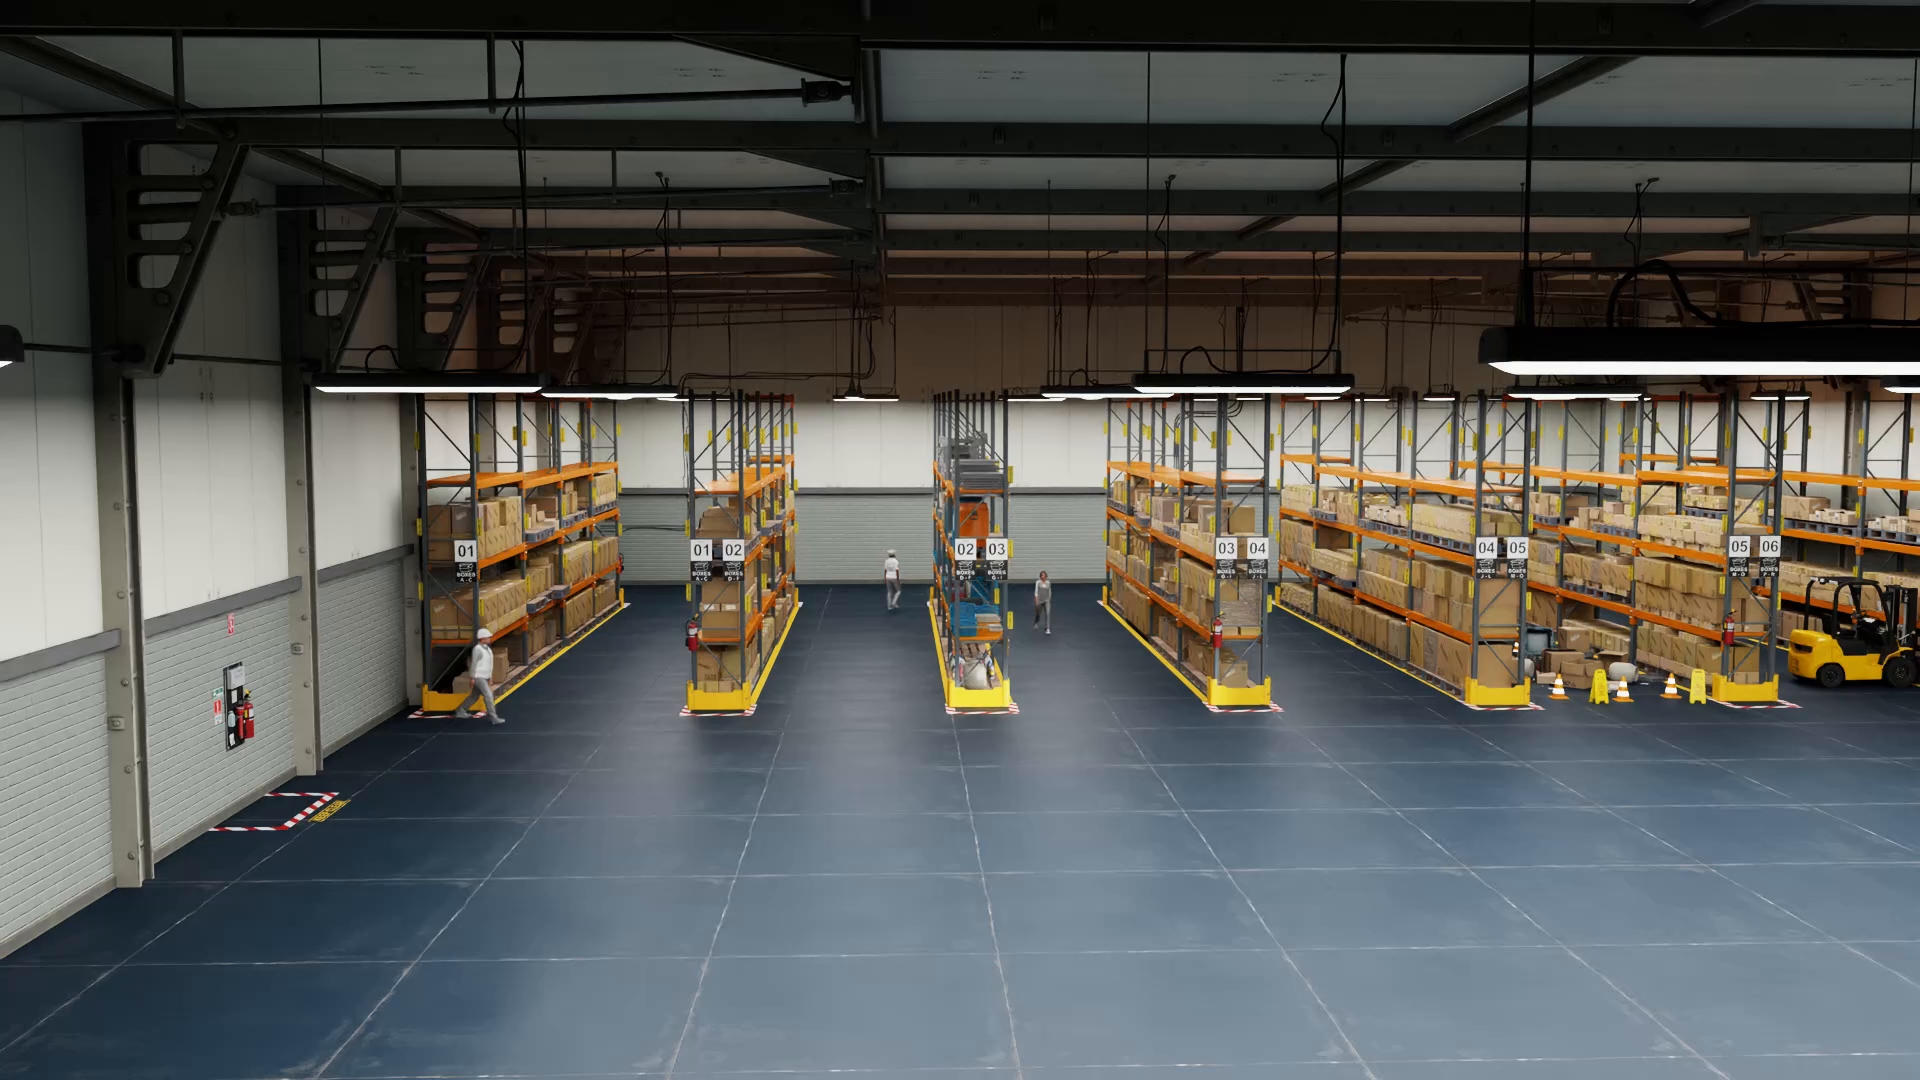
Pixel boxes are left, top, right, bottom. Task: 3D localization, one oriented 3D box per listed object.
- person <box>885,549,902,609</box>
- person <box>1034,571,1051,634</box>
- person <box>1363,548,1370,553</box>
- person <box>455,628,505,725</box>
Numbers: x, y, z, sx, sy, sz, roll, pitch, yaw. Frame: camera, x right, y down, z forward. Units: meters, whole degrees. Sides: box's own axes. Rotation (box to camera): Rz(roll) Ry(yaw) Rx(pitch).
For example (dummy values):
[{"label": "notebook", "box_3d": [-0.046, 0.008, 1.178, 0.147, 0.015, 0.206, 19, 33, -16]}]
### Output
[{"label": "person", "box_3d": [-1.894, 1.107, 46.374, 0.518, 1.678, 0.455, 3, 5, 29]}, {"label": "person", "box_3d": [2.078, 1.542, 41.621, 0.438, 1.537, 0.882, -1, 5, -11]}, {"label": "person", "box_3d": [11.289, 1.095, 45.718, 0.671, 1.780, 0.544, 0, 5, -2]}, {"label": "person", "box_3d": [-8.609, 2.437, 29.845, 1.106, 1.718, 0.554, 1, 5, 14]}]
